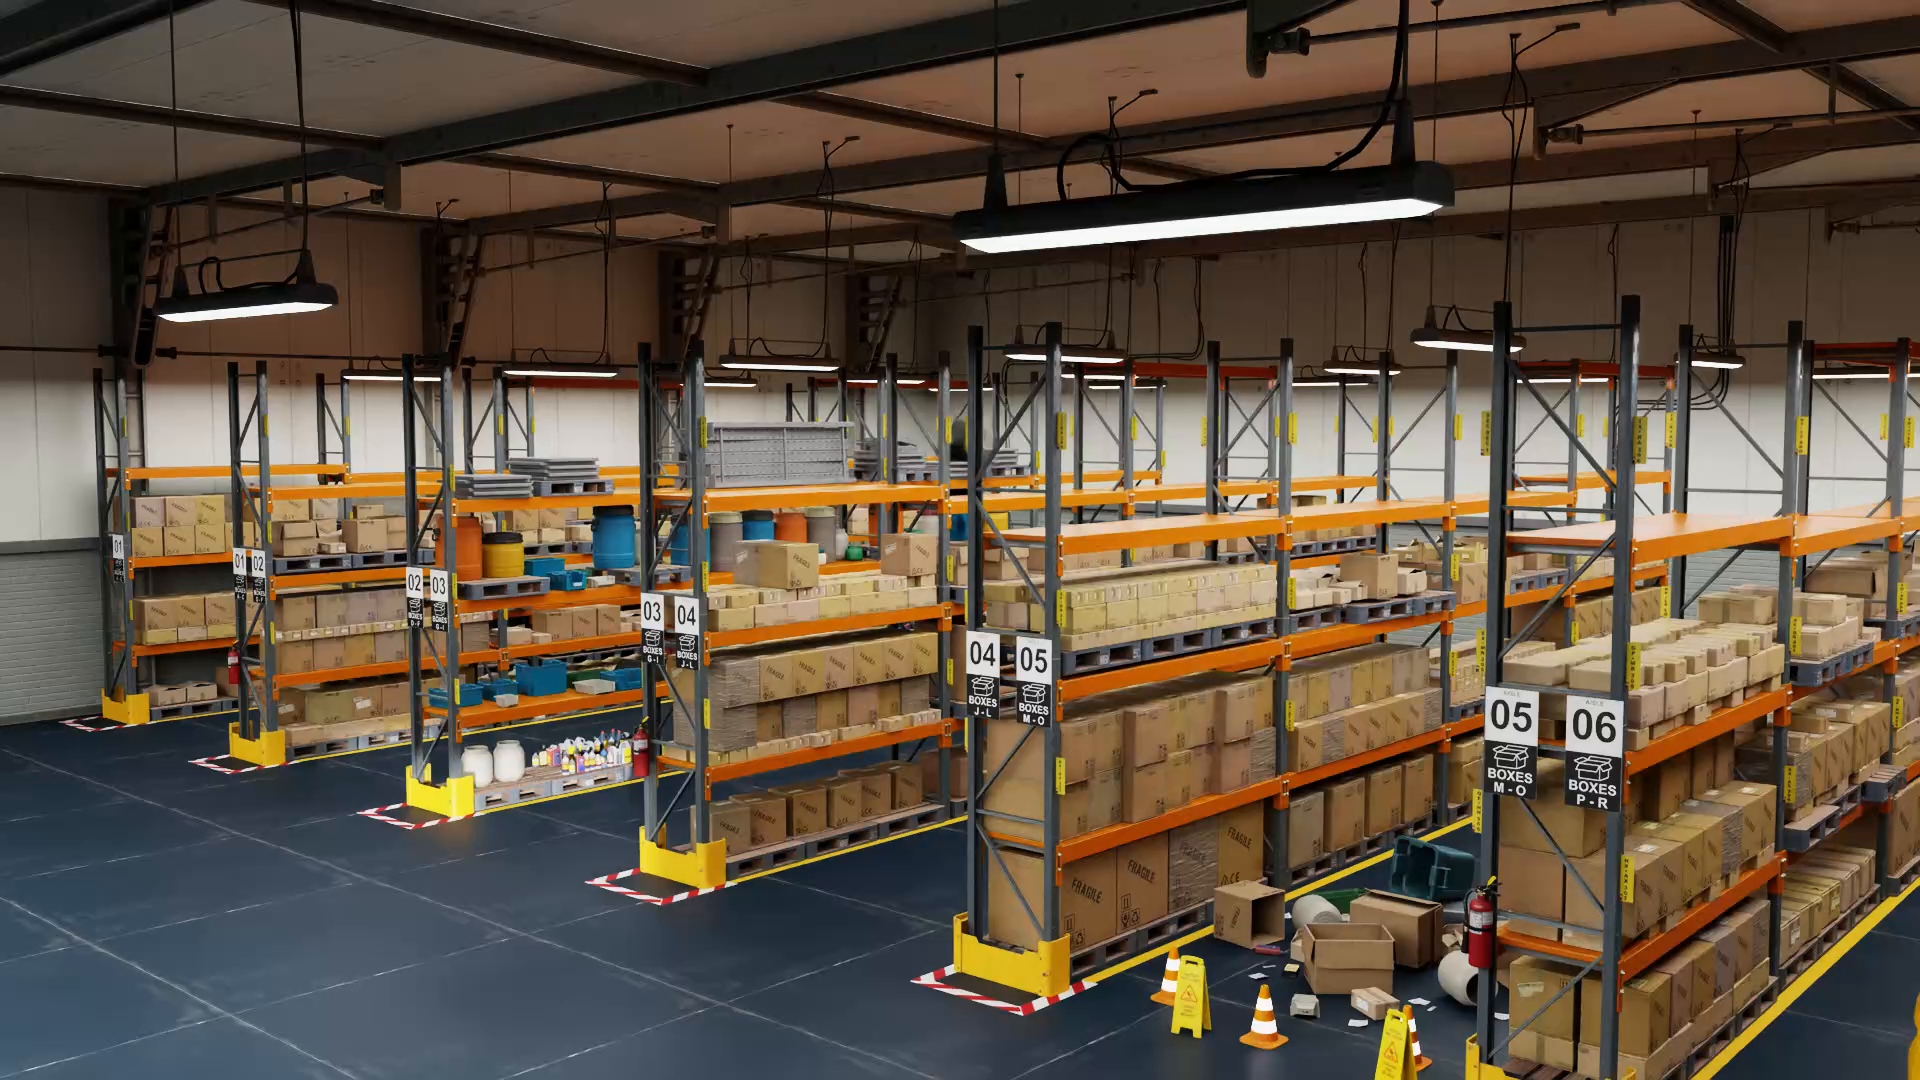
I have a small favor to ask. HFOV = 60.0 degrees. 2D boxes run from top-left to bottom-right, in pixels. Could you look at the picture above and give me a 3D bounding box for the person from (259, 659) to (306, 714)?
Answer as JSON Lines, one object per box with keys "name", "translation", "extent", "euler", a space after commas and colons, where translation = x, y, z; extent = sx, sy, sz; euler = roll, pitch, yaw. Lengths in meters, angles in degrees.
{"name": "person", "translation": [-11.363, 2.298, 27.741], "extent": [0.627, 1.639, 0.844], "euler": [2, 5, 23]}
